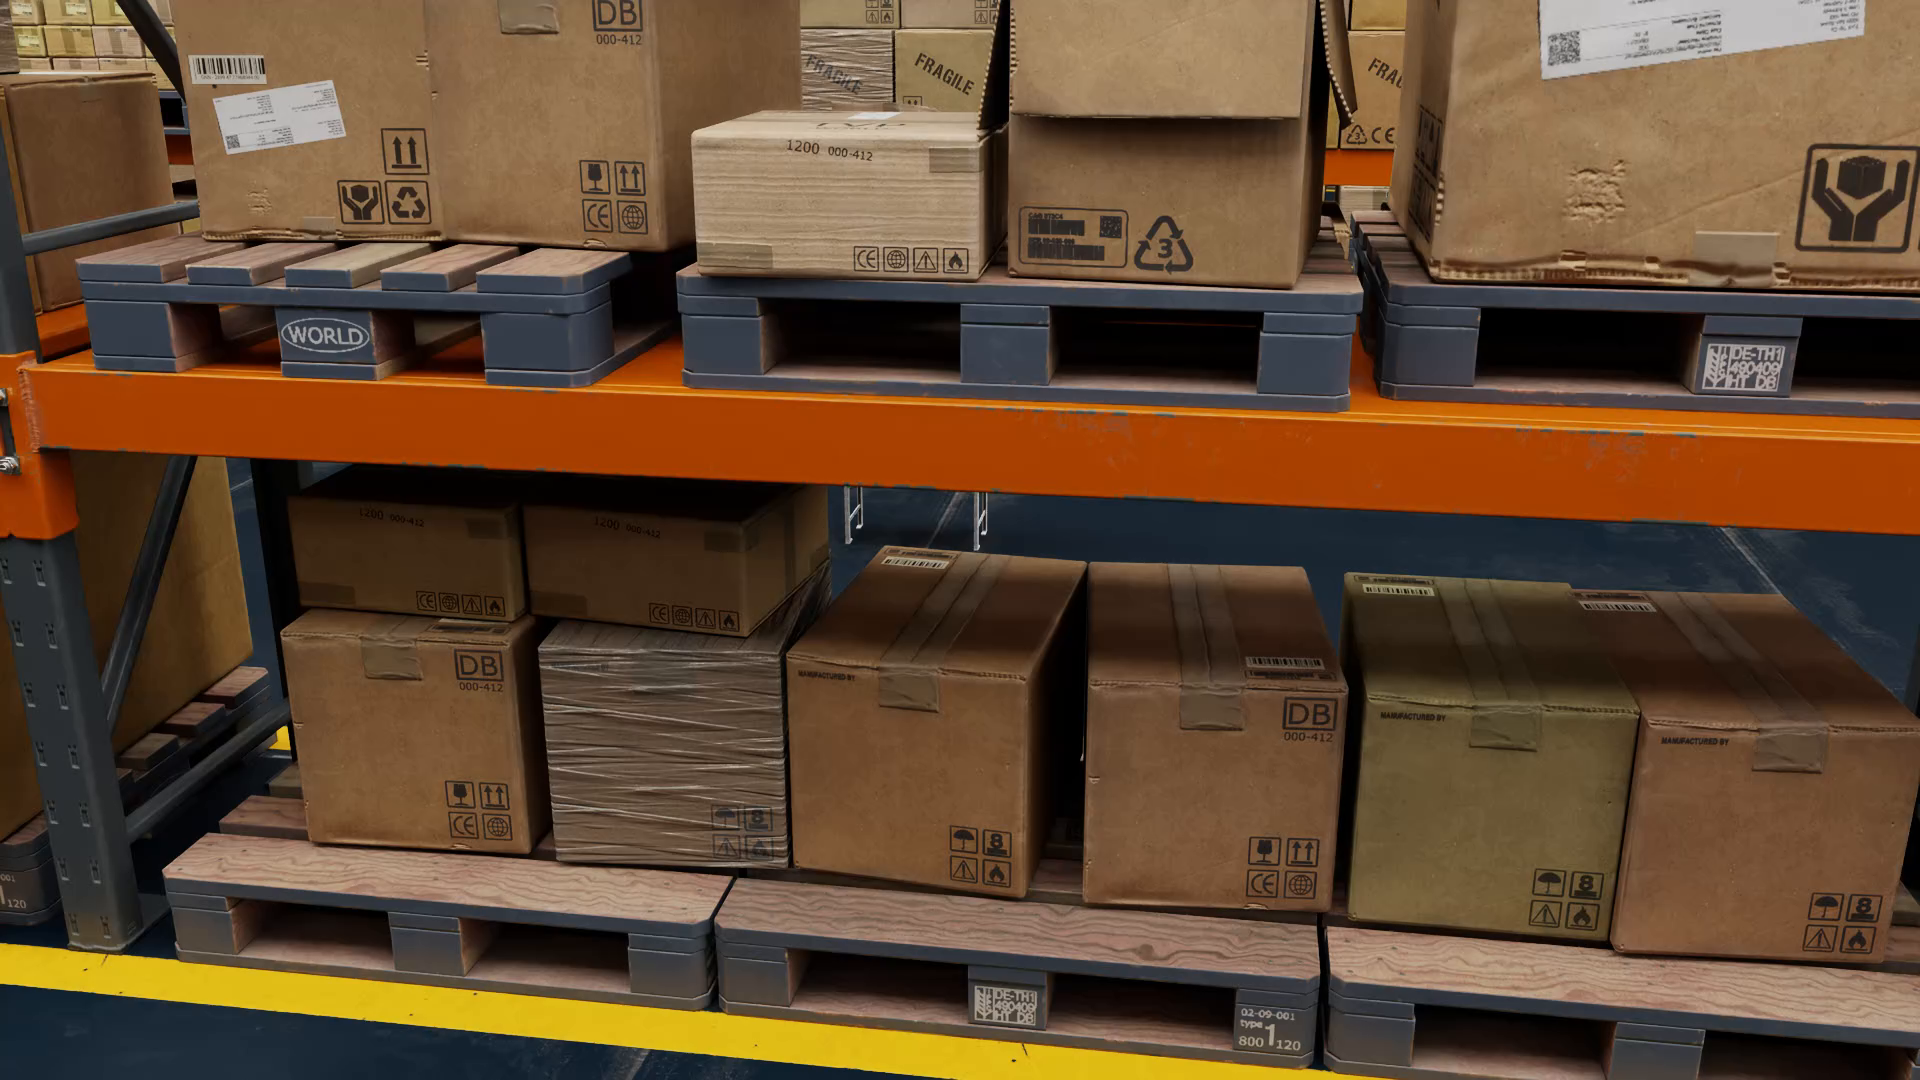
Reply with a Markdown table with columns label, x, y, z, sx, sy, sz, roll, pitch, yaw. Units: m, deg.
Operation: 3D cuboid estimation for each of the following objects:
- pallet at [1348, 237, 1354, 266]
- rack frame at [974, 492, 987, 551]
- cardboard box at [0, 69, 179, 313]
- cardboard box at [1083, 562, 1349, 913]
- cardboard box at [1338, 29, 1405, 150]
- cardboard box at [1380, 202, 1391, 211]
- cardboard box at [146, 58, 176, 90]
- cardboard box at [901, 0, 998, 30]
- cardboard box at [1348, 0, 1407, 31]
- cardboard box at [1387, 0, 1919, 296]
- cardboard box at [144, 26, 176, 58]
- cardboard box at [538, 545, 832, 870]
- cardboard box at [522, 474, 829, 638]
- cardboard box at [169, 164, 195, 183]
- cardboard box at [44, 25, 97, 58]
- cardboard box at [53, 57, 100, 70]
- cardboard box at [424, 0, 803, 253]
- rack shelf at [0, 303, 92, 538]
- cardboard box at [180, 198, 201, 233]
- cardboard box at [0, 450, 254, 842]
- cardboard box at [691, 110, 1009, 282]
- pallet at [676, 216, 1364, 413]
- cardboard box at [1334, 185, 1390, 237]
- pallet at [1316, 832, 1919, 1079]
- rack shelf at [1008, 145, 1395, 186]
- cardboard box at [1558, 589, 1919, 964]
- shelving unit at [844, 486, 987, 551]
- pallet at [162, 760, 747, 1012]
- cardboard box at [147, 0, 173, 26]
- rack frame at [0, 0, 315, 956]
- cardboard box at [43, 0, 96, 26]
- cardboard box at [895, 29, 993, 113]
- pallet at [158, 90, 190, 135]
| label | x | y | z | sx | sy | sz | roll | pitch | yaw |
| --- | --- | --- | --- | --- | --- | --- | --- | --- | --- |
| pallet | 2.950 | -2.300 | 12.844 | 1.213 | 0.211 | 1.003 | 3 | 19 | 9 |
| rack frame | 0.077 | -0.565 | 6.101 | 0.015 | 1.200 | 0.240 | 3 | 19 | 9 |
| cardboard box | -2.239 | -0.837 | 3.921 | 0.500 | 0.500 | 0.500 | 3 | 19 | 10 |
| cardboard box | 0.524 | 0.402 | 3.620 | 0.500 | 0.500 | 0.700 | 1 | 19 | 4 |
| cardboard box | 1.977 | -2.043 | 7.524 | 0.500 | 0.500 | 0.500 | 3 | 19 | 8 |
| cardboard box | 2.406 | -1.163 | 7.936 | 0.750 | 0.750 | 1.050 | 3 | 19 | 8 |
| cardboard box | -3.781 | -2.308 | 8.207 | 0.250 | 0.149 | 0.380 | 3 | 19 | 9 |
| cardboard box | 0.026 | -2.700 | 7.912 | 0.500 | 0.500 | 0.700 | 3 | 19 | 8 |
| cardboard box | 2.034 | -2.598 | 7.606 | 0.500 | 0.500 | 0.700 | 3 | 19 | 8 |
| cardboard box | 1.385 | -1.046 | 3.096 | 1.000 | 1.000 | 1.000 | 3 | 19 | 9 |
| cardboard box | -3.781 | -2.449 | 8.161 | 0.250 | 0.149 | 0.380 | 2 | 19 | 6 |
| cardboard box | -0.588 | 0.348 | 3.782 | 0.500 | 0.500 | 0.700 | 1 | 19 | 4 |
| cardboard box | -0.611 | -0.011 | 3.674 | 0.500 | 0.250 | 0.500 | 5 | 19 | 15 |
| cardboard box | -6.557 | -3.126 | 14.296 | 0.875 | 0.438 | 0.875 | 3 | 19 | 10 |
| cardboard box | -4.293 | -2.475 | 8.238 | 0.250 | 0.149 | 0.380 | 3 | 19 | 8 |
| cardboard box | -4.274 | -2.334 | 8.287 | 0.250 | 0.149 | 0.380 | 3 | 19 | 10 |
| cardboard box | -0.696 | -0.915 | 3.492 | 0.500 | 0.500 | 0.700 | 6 | 19 | 17 |
| rack shelf | -3.777 | -0.440 | 4.024 | 4.000 | 0.370 | 1.077 | 3 | 19 | 9 |
| cardboard box | -3.651 | -1.654 | 8.614 | 0.500 | 0.250 | 0.500 | 3 | 19 | 10 |
| cardboard box | -2.480 | 0.087 | 4.003 | 0.875 | 0.875 | 1.225 | 2 | 19 | 6 |
| cardboard box | -0.184 | -0.652 | 3.099 | 0.500 | 0.250 | 0.500 | 2 | 19 | 7 |
| pallet | 0.159 | -0.502 | 3.380 | 1.213 | 0.211 | 1.003 | 3 | 19 | 9 |
| cardboard box | 3.201 | -2.562 | 12.713 | 0.625 | 0.372 | 0.950 | 3 | 19 | 9 |
| pallet | 1.378 | 0.805 | 3.565 | 1.213 | 0.211 | 1.003 | 3 | 19 | 9 |
| rack shelf | 1.059 | -1.787 | 8.051 | 4.000 | 0.370 | 1.077 | 3 | 19 | 9 |
| cardboard box | 1.544 | 0.460 | 3.447 | 0.500 | 0.500 | 0.700 | 1 | 19 | 4 |
| shelving unit | -0.163 | -0.577 | 6.138 | 0.503 | 1.200 | 0.258 | 3 | 19 | 9 |
| pallet | -1.031 | 0.682 | 3.932 | 1.213 | 0.211 | 1.003 | 3 | 19 | 9 |
| cardboard box | -3.774 | -2.589 | 8.111 | 0.250 | 0.149 | 0.380 | 3 | 19 | 8 |
| rack frame | -1.802 | -0.680 | 3.609 | 0.127 | 3.000 | 1.000 | 3 | 19 | 9 |
| cardboard box | -4.273 | -2.617 | 8.192 | 0.250 | 0.149 | 0.380 | 3 | 19 | 10 |
| cardboard box | -0.013 | -2.145 | 7.828 | 0.500 | 0.500 | 0.500 | 3 | 19 | 8 |
| pallet | -4.134 | -2.255 | 8.619 | 1.213 | 0.211 | 1.003 | 3 | 19 | 9 |
